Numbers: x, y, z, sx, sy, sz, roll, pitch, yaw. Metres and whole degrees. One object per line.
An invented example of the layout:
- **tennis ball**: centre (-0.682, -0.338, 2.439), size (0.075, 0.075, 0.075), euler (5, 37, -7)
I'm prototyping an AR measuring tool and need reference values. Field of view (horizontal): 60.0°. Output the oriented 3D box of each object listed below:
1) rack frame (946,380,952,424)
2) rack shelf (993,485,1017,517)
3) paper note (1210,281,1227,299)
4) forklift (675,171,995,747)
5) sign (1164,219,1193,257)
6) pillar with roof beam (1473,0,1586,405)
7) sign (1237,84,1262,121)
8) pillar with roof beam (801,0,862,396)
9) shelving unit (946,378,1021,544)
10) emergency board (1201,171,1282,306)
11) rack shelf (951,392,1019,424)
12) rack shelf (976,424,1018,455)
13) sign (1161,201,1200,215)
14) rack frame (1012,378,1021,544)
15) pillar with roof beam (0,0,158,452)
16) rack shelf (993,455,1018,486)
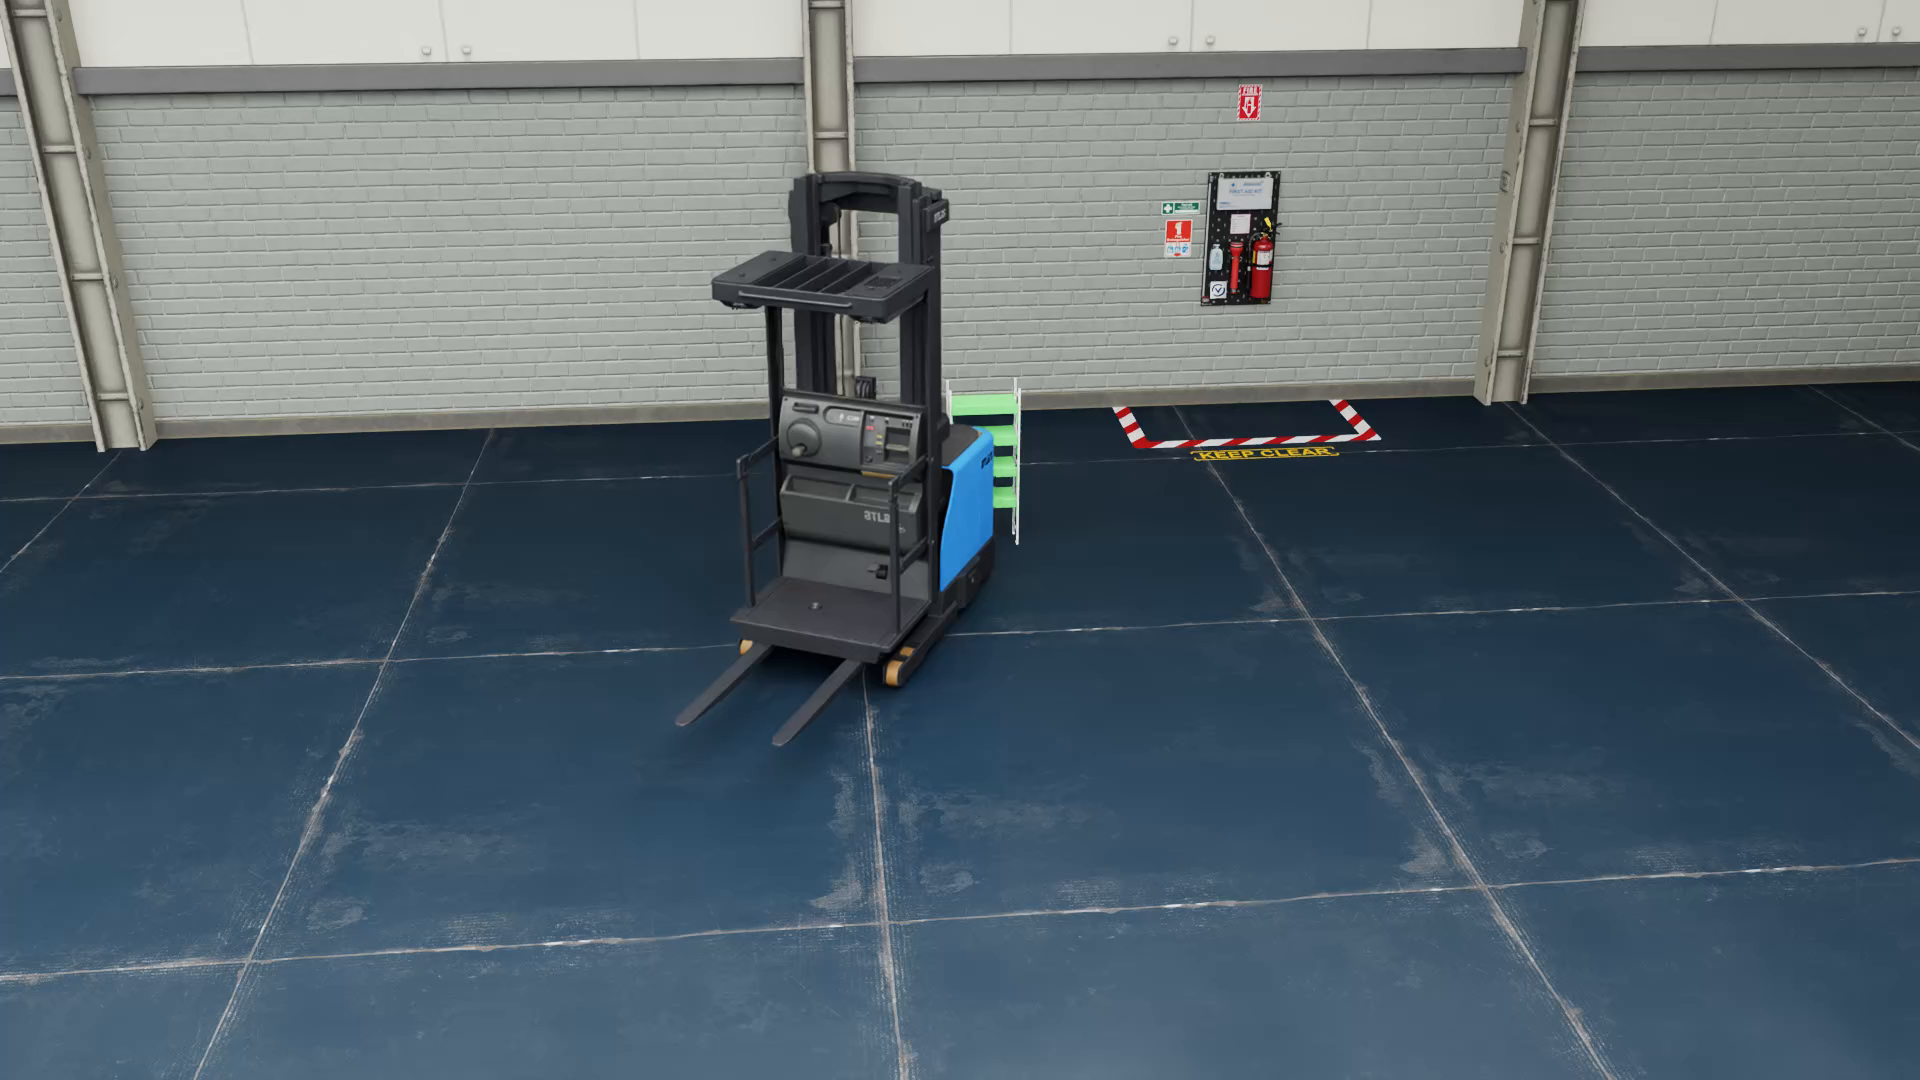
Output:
- **rack frame**: centre (-0.078, -0.545, 11.999), size (0.015, 1.200, 0.240), euler (-2, 24, -5)
- **rack shelf**: centre (0.165, -0.277, 12.145), size (0.480, 0.148, 0.258), euler (-2, 24, -5)
- **paper note**: centre (2.265, -2.191, 14.571), size (0.142, 0.148, 0.016), euler (-2, 24, -5)
- **forklift**: centre (-0.756, -0.625, 10.047), size (1.130, 2.935, 3.031), euler (9, 25, 19)
- **sign**: centre (1.888, -2.609, 14.382), size (0.234, 0.329, 0.001), euler (-2, 24, -5)
- **pillar with roof beam**: centre (5.334, -3.657, 9.399), size (0.400, 9.000, 9.100), euler (-2, 24, -5)
- **sign**: centre (2.430, -3.672, 13.964), size (0.199, 0.298, 0.001), euler (-2, 24, -5)
- **pillar with roof beam**: centre (-0.637, -3.418, 8.860), size (0.400, 9.000, 9.100), euler (-2, 24, -5)
- **shelving unit**: centre (0.165, -0.555, 12.021), size (0.503, 1.200, 0.258), euler (-2, 24, -5)
- **emergency board**: centre (2.448, -2.573, 14.345), size (0.643, 1.169, 0.194), euler (-2, 24, -5)
- **rack shelf**: centre (0.165, -0.935, 11.852), size (0.480, 0.148, 0.258), euler (-2, 24, -5)
- **rack shelf**: centre (0.165, -0.716, 11.950), size (0.480, 0.148, 0.258), euler (-2, 24, -5)
- **sign**: centre (1.893, -2.847, 14.267), size (0.331, 0.109, 0.001), euler (-2, 24, -5)
- **rack frame**: centre (0.408, -0.565, 12.043), size (0.015, 1.200, 0.240), euler (-2, 24, -5)
- **pillar with roof beam**: centre (-6.608, -3.178, 8.321), size (0.400, 9.000, 9.100), euler (-2, 24, -5)
- **rack shelf**: centre (0.165, -0.496, 12.047), size (0.480, 0.148, 0.258), euler (-2, 24, -5)
